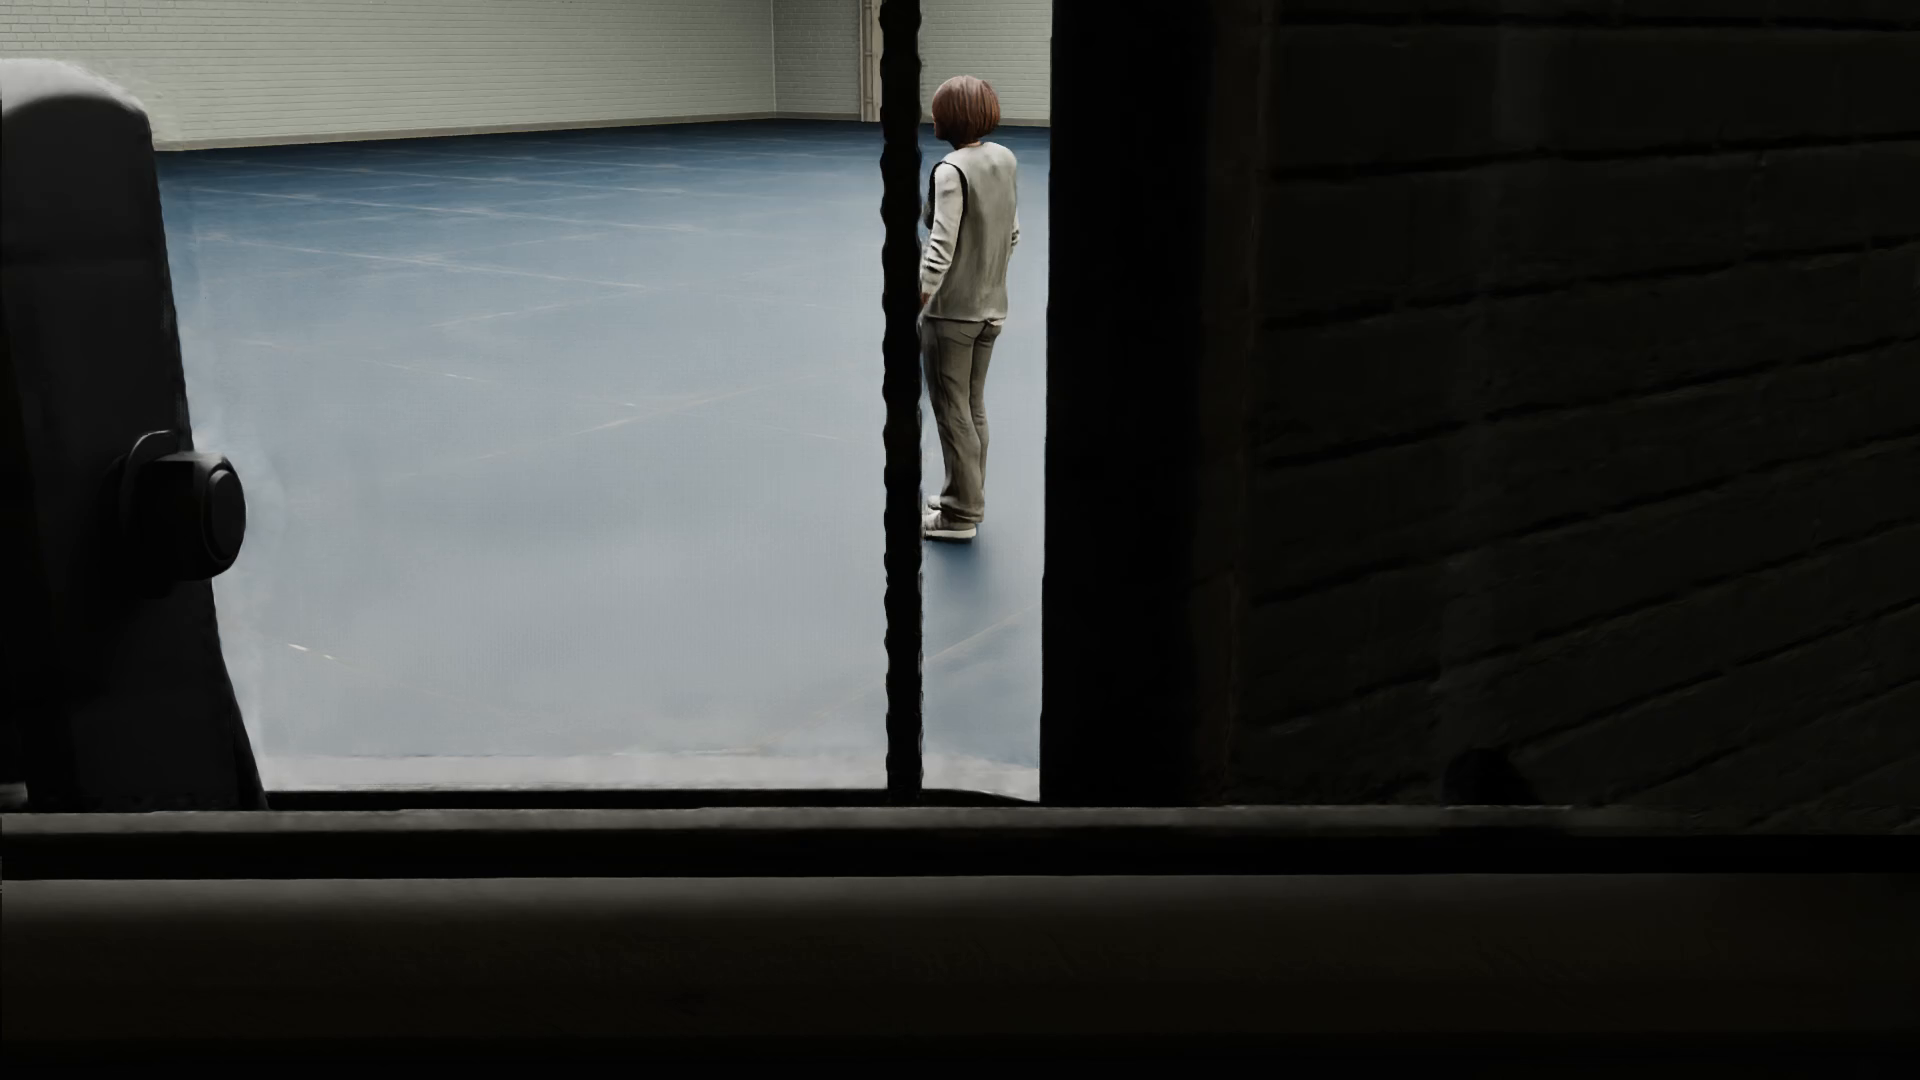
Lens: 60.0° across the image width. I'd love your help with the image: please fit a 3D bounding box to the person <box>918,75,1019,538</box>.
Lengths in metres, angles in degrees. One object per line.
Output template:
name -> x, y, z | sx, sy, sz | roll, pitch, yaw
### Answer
person -> -0.052, -0.788, 5.769 | 0.475, 1.597, 0.520 | 11, 20, 33
